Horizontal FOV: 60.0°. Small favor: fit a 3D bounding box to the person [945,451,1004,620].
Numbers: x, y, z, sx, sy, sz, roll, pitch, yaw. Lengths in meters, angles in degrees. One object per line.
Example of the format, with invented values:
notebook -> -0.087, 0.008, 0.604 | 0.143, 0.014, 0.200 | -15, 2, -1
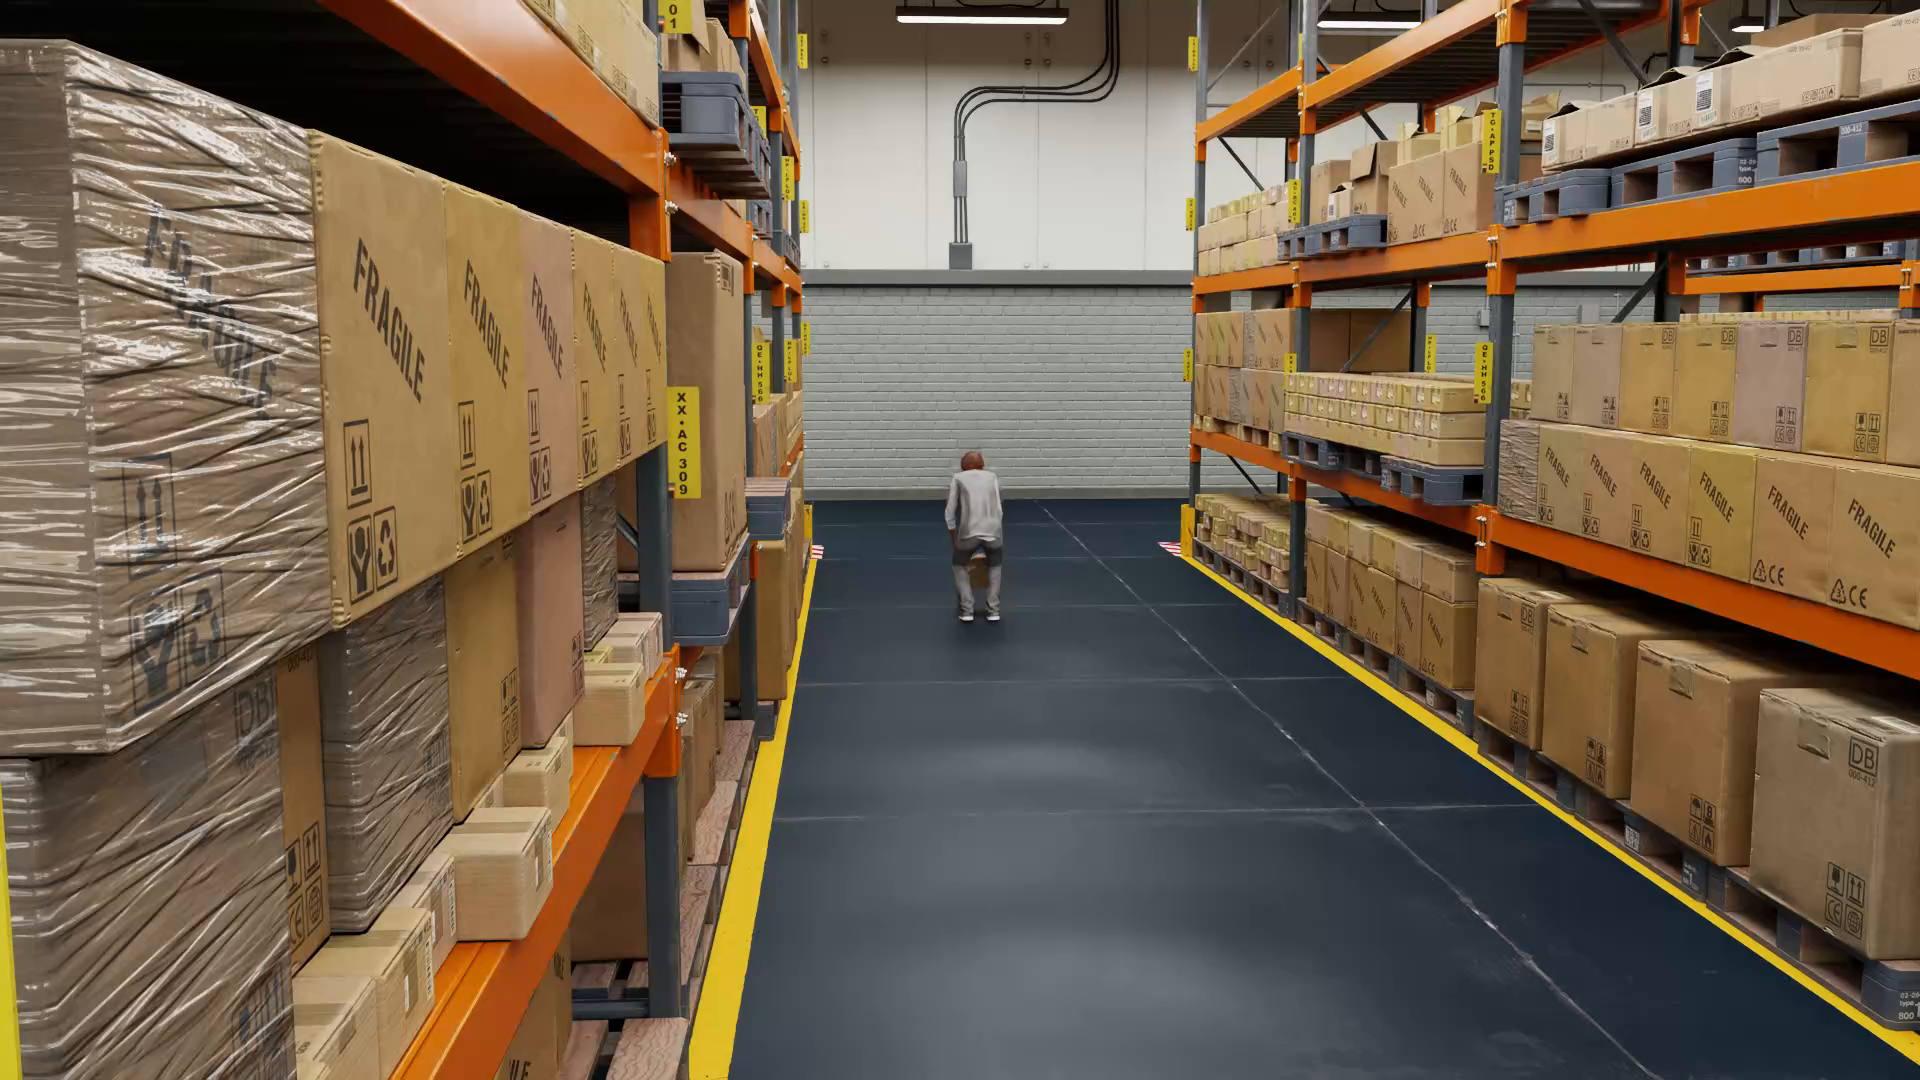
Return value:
person -> 0.115, -0.023, 13.123 | 0.462, 1.325, 0.639 | 0, 7, -3
